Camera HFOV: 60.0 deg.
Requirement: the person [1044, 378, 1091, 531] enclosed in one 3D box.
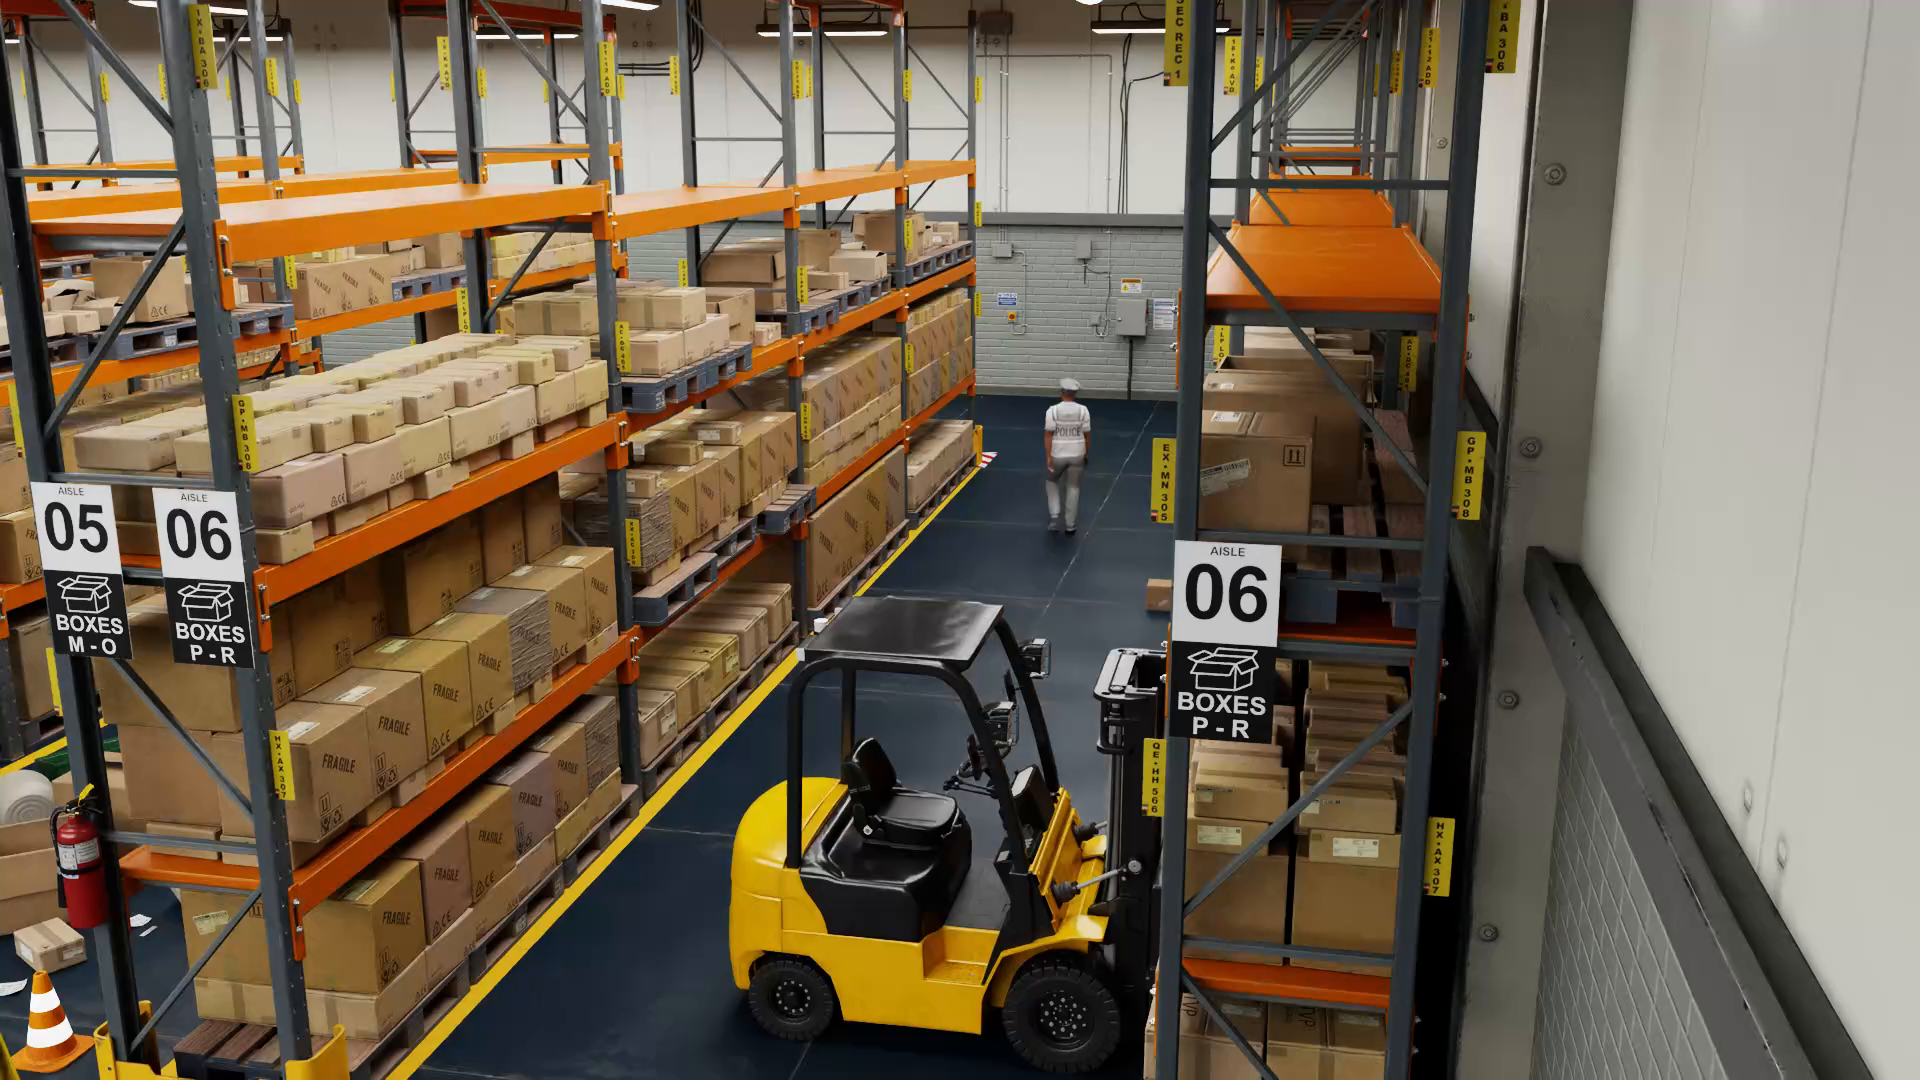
[{"bbox_3d":[1.233,-0.965,19.194,0.535,1.824,0.477,0,15,1],"label":"person"}]
